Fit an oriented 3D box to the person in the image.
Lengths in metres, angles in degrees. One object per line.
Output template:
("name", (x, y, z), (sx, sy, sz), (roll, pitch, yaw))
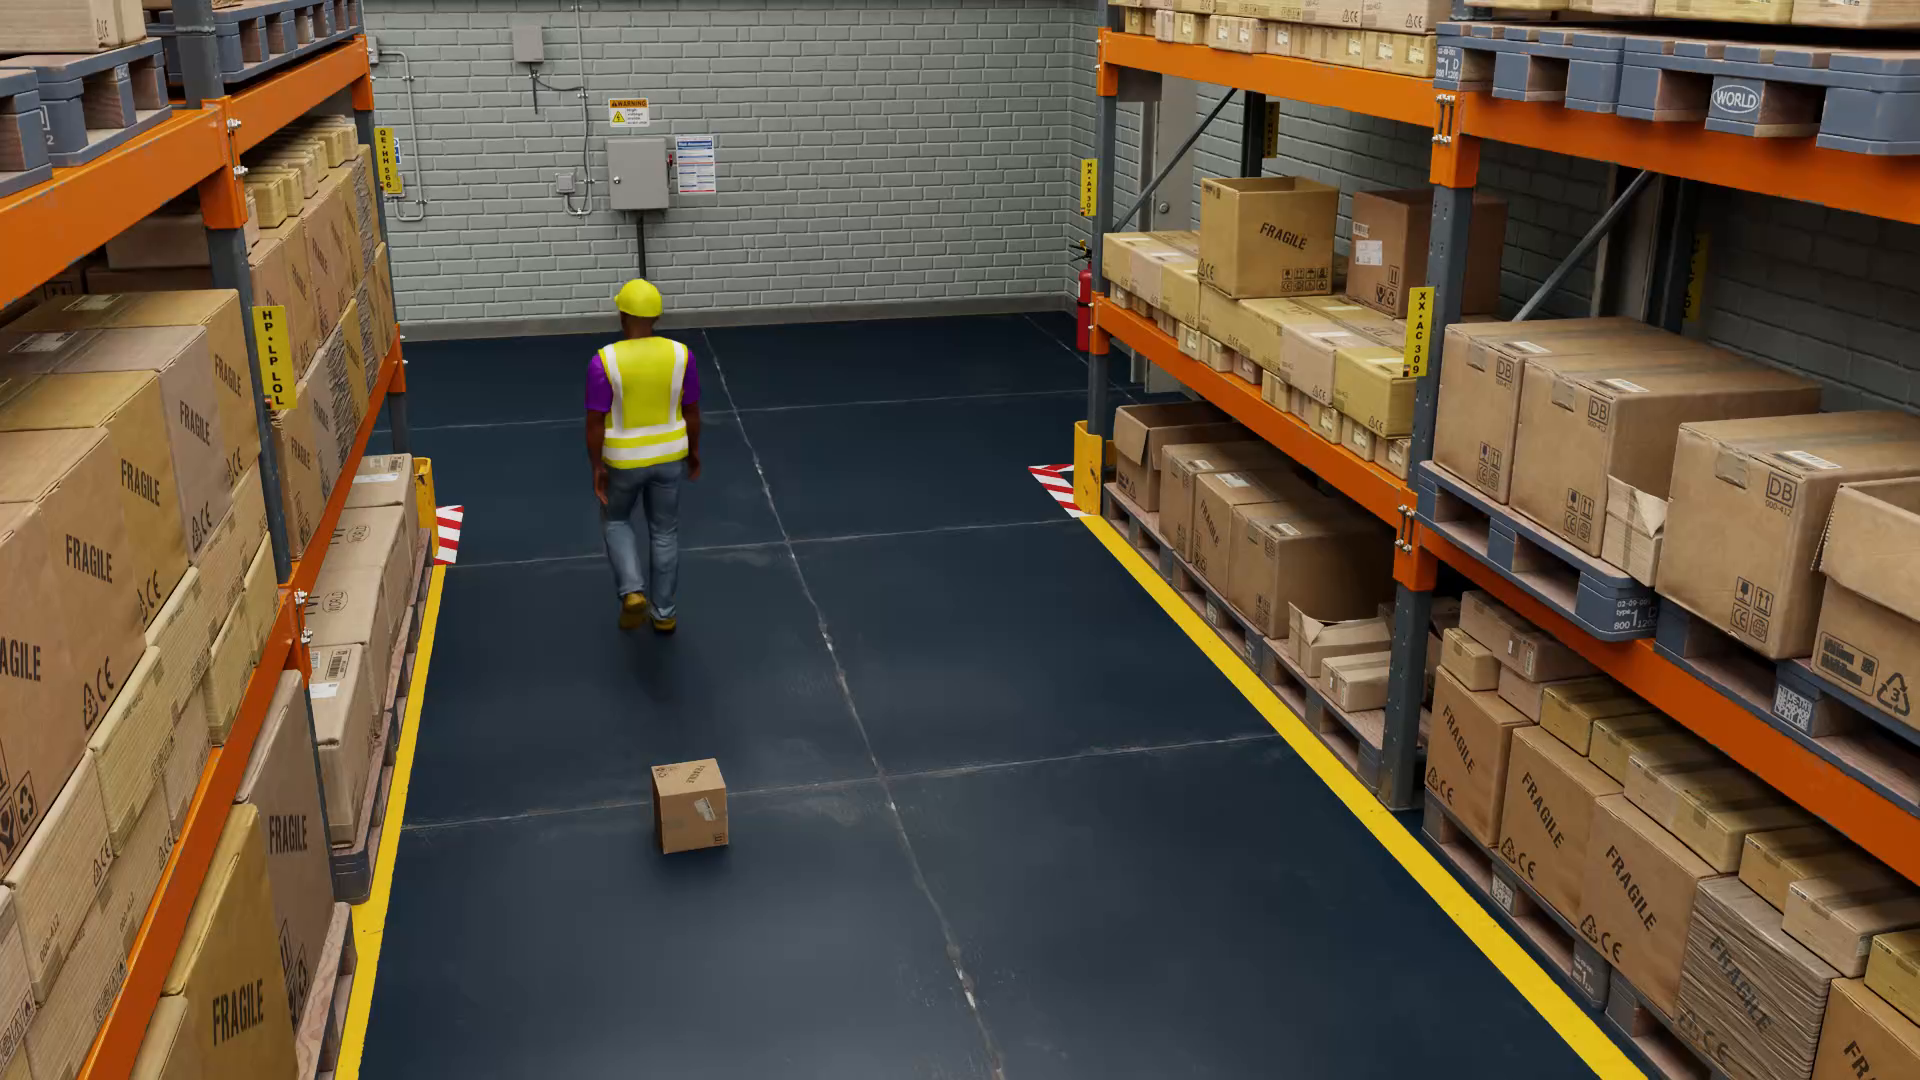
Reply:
("person", (-1.546, -0.403, 8.124), (0.578, 1.773, 0.456), (-7, 21, -20))
